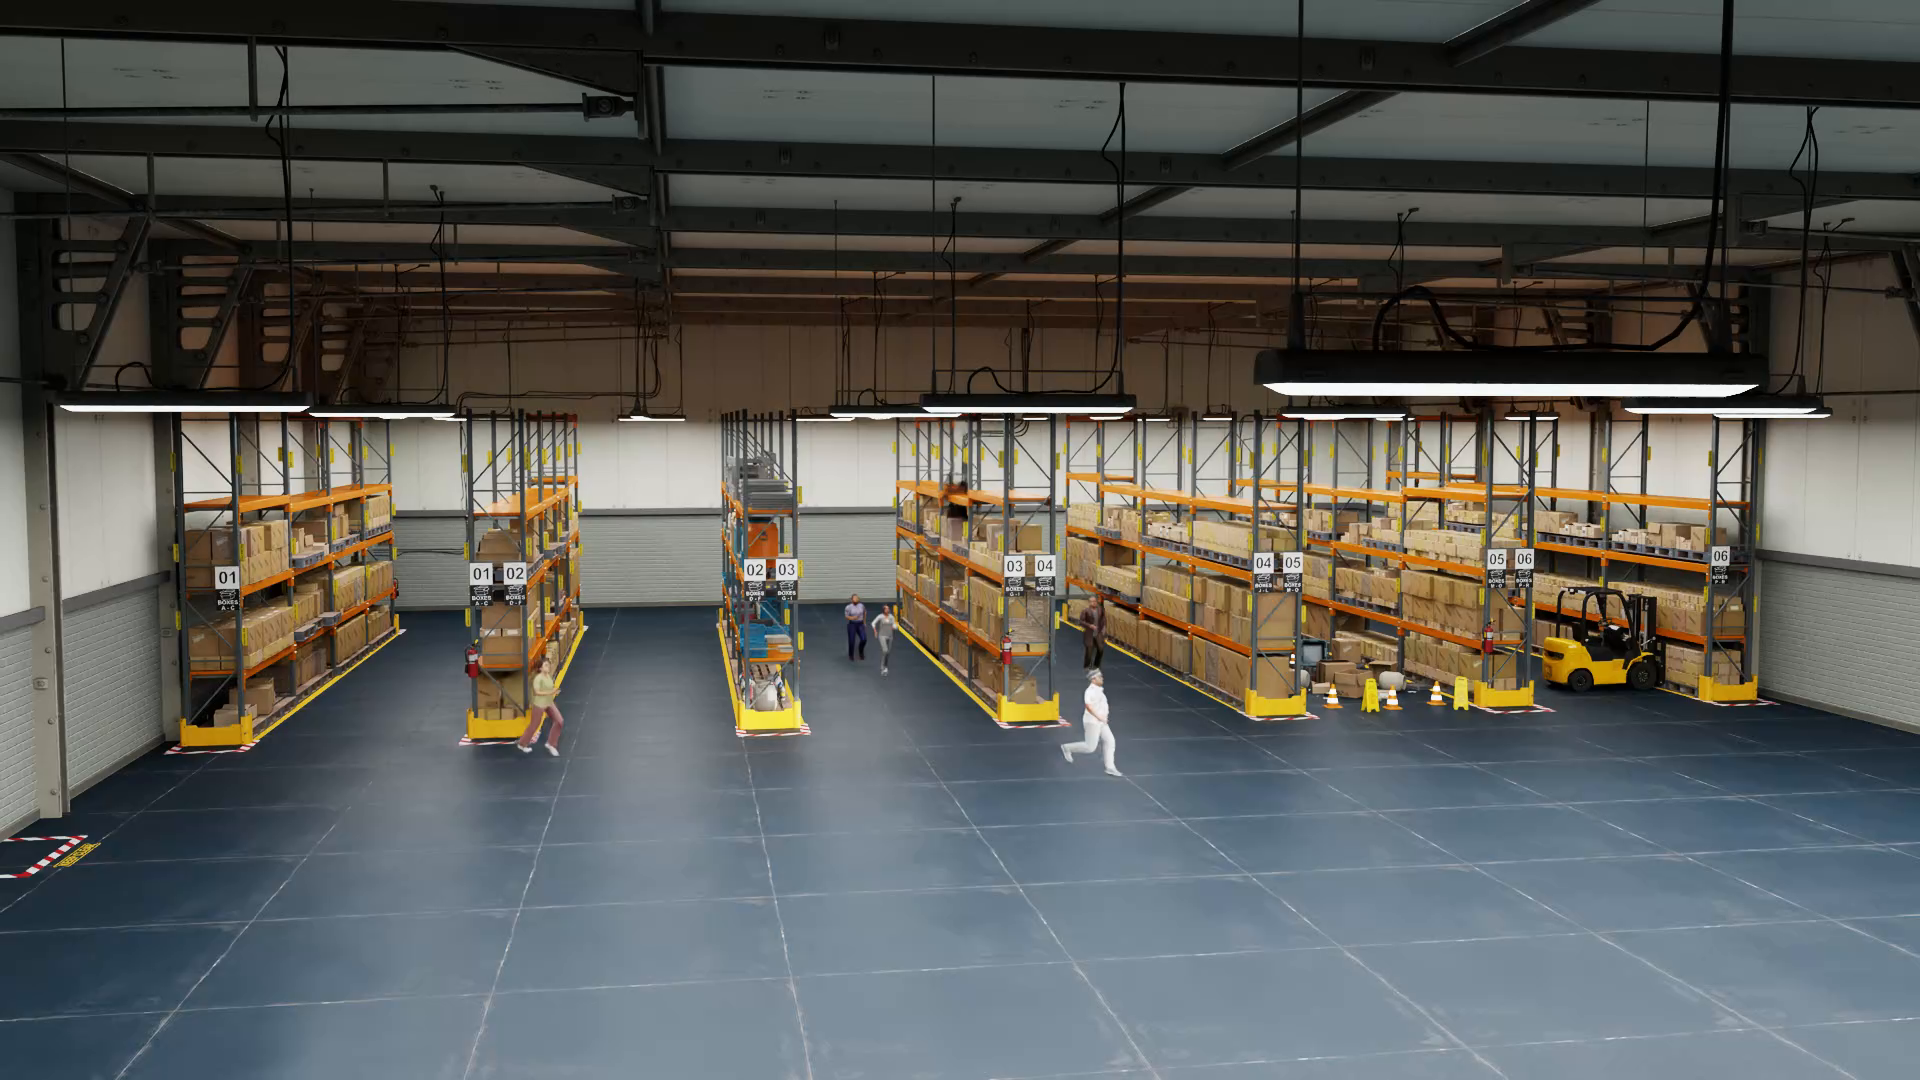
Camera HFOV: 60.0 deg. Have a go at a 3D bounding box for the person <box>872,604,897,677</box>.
[{"bbox_3d":[-1.685,2.266,37.682,0.503,1.630,0.694,-2,4,-24],"label":"person"}]

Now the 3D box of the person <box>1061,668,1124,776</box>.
[{"bbox_3d":[2.177,2.976,27.182,1.024,1.780,0.642,2,4,22],"label":"person"}]

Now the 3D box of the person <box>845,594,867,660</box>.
[{"bbox_3d":[-2.489,2.108,40.097,0.601,1.625,0.648,-2,4,-21],"label":"person"}]

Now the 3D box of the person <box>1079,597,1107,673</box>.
[{"bbox_3d":[3.041,2.197,37.735,0.731,1.827,0.780,-1,4,-17],"label":"person"}]

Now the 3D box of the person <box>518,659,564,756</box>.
[{"bbox_3d":[-7.225,2.888,28.712,0.852,1.696,0.585,2,4,23],"label":"person"}]
